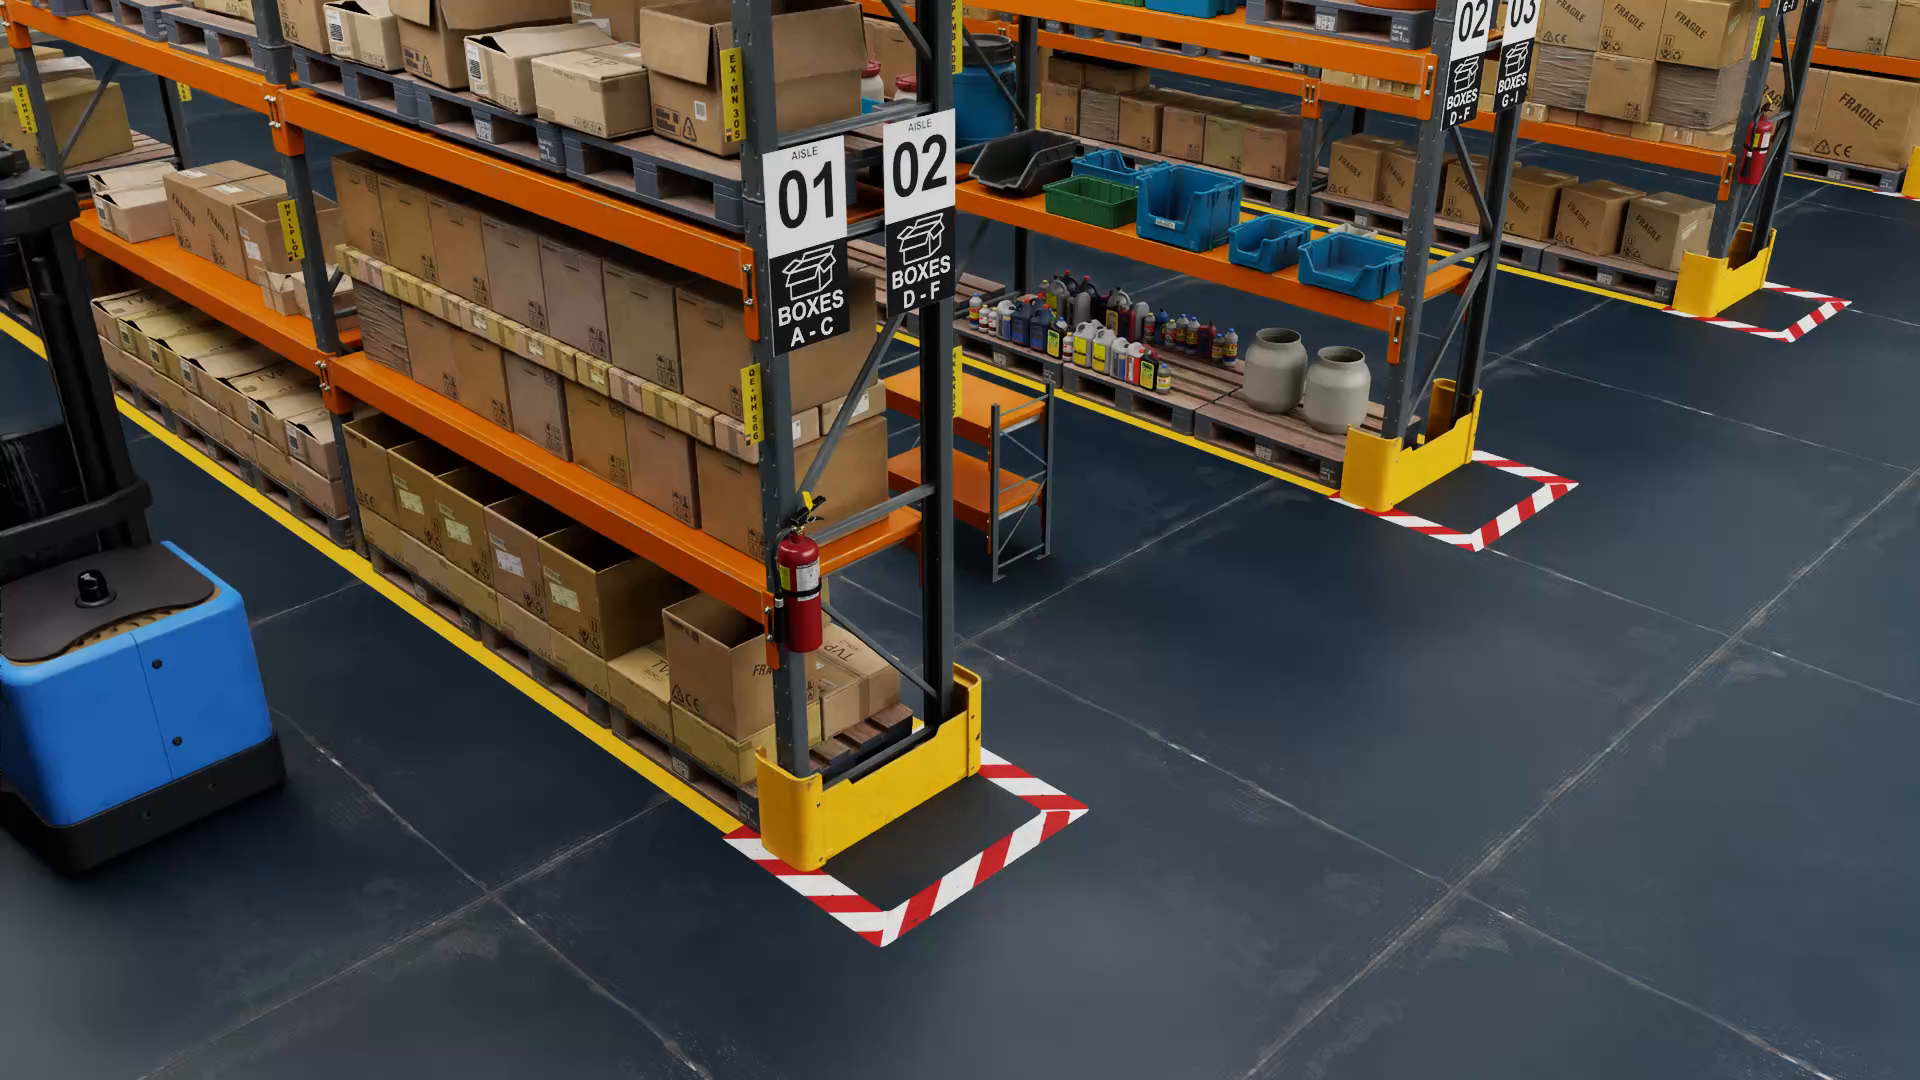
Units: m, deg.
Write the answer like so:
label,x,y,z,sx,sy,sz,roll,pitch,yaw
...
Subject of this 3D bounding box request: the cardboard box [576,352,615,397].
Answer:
label,x,y,z,sx,sy,sz,roll,pitch,yaw
cardboard box,-1.563,-0.819,7.780,0.380,0.149,0.250,-24,36,-38

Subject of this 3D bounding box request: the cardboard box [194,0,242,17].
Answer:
label,x,y,z,sx,sy,sz,roll,pitch,yaw
cardboard box,-4.100,-3.224,9.645,0.500,0.250,0.500,21,34,34

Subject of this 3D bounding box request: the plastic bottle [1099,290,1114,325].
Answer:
label,x,y,z,sx,sy,sz,roll,pitch,yaw
plastic bottle,1.145,-1.813,12.921,0.061,0.283,0.133,-22,35,-36

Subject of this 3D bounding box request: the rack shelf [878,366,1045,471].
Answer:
label,x,y,z,sx,sy,sz,roll,pitch,yaw
rack shelf,-0.005,-0.759,9.856,1.000,0.278,0.538,25,36,38

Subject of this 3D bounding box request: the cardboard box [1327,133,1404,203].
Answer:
label,x,y,z,sx,sy,sz,roll,pitch,yaw
cardboard box,3.931,-3.617,16.139,0.500,0.500,0.500,23,36,37

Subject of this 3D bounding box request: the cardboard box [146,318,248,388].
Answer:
label,x,y,z,sx,sy,sz,roll,pitch,yaw
cardboard box,-5.216,-1.313,11.424,0.500,0.311,0.500,23,36,37

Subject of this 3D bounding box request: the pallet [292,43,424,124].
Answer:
label,x,y,z,sx,sy,sz,roll,pitch,yaw
pallet,-2.647,-2.413,8.489,1.213,0.211,1.003,25,36,38

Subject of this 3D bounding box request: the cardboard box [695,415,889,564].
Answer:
label,x,y,z,sx,sy,sz,roll,pitch,yaw
cardboard box,-0.745,-0.290,7.471,0.500,0.500,0.700,25,36,38

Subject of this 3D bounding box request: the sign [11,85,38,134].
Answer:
label,x,y,z,sx,sy,sz,roll,pitch,yaw
sign,-6.500,-2.994,11.562,0.005,0.325,0.100,25,36,38

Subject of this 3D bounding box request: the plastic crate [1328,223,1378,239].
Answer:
label,x,y,z,sx,sy,sz,roll,pitch,yaw
plastic crate,2.641,-2.014,11.140,0.250,0.136,0.298,25,36,38

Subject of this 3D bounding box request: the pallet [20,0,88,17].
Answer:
label,x,y,z,sx,sy,sz,roll,pitch,yaw
pallet,-5.579,-3.752,11.142,1.213,0.211,1.003,-23,36,-37

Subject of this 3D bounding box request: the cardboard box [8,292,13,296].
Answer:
label,x,y,z,sx,sy,sz,roll,pitch,yaw
cardboard box,-7.705,-2.353,13.716,0.500,0.500,0.500,23,35,37

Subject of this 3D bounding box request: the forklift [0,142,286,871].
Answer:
label,x,y,z,sx,sy,sz,roll,pitch,yaw
forklift,-4.642,-0.416,7.892,3.031,2.935,1.130,24,36,38

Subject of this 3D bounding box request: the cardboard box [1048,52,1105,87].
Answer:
label,x,y,z,sx,sy,sz,roll,pitch,yaw
cardboard box,1.321,-5.198,18.319,0.500,0.250,0.500,-24,36,-37

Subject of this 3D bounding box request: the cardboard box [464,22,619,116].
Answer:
label,x,y,z,sx,sy,sz,roll,pitch,yaw
cardboard box,-1.824,-2.095,7.282,0.500,0.311,0.500,-20,34,-34

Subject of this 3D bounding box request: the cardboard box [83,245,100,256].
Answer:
label,x,y,z,sx,sy,sz,roll,pitch,yaw
cardboard box,-7.001,-2.364,12.930,0.500,0.250,0.500,-24,36,-37

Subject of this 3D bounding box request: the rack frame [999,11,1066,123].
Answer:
label,x,y,z,sx,sy,sz,roll,pitch,yaw
rack frame,0.822,-5.986,18.411,0.127,3.000,1.000,25,36,38

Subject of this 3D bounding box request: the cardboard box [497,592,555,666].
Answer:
label,x,y,z,sx,sy,sz,roll,pitch,yaw
cardboard box,-2.089,0.379,8.809,0.500,0.250,0.500,25,36,38

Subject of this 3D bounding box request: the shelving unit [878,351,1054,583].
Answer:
label,x,y,z,sx,sy,sz,roll,pitch,yaw
shelving unit,-0.005,-0.500,9.992,1.048,1.125,0.538,25,36,38

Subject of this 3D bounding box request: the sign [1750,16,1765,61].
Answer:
label,x,y,z,sx,sy,sz,roll,pitch,yaw
sign,6.123,-3.850,12.766,0.005,0.325,0.100,25,36,38

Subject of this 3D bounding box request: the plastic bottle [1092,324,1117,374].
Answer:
label,x,y,z,sx,sy,sz,roll,pitch,yaw
plastic bottle,1.057,-1.397,12.058,0.144,0.351,0.185,-24,36,-37

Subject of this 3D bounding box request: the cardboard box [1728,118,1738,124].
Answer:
label,x,y,z,sx,sy,sz,roll,pitch,yaw
cardboard box,6.490,-3.437,13.833,0.250,0.149,0.380,25,36,38

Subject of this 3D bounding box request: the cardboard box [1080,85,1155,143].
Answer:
label,x,y,z,sx,sy,sz,roll,pitch,yaw
cardboard box,1.718,-4.686,18.151,0.500,0.500,0.700,21,34,34

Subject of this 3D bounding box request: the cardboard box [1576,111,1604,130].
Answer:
label,x,y,z,sx,sy,sz,roll,pitch,yaw
cardboard box,5.470,-3.617,14.176,0.250,0.149,0.380,25,36,38

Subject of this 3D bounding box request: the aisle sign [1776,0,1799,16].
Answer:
label,x,y,z,sx,sy,sz,roll,pitch,yaw
aisle sign,6.360,-4.406,12.614,0.004,0.787,0.394,25,36,38

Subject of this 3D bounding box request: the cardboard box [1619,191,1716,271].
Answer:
label,x,y,z,sx,sy,sz,roll,pitch,yaw
cardboard box,6.093,-2.664,14.329,0.500,0.500,0.500,-18,33,-30

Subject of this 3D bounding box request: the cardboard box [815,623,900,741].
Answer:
label,x,y,z,sx,sy,sz,roll,pitch,yaw
cardboard box,-0.648,0.693,8.212,0.500,0.250,0.500,25,36,38

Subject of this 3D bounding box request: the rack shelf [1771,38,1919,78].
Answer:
label,x,y,z,sx,sy,sz,roll,pitch,yaw
rack shelf,8.650,-5.323,17.923,4.000,0.370,1.077,25,36,38

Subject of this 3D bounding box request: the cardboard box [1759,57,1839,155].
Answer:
label,x,y,z,sx,sy,sz,roll,pitch,yaw
cardboard box,8.917,-4.720,17.835,0.875,0.875,0.875,24,36,38

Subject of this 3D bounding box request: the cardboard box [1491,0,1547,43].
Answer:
label,x,y,z,sx,sy,sz,roll,pitch,yaw
cardboard box,4.895,-4.583,14.241,0.500,0.500,0.500,25,36,38

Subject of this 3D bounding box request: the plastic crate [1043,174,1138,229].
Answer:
label,x,y,z,sx,sy,sz,roll,pitch,yaw
plastic crate,0.972,-2.407,11.832,0.662,0.188,0.450,25,36,38

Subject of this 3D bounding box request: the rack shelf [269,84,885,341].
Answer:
label,x,y,z,sx,sy,sz,roll,pitch,yaw
rack shelf,-1.848,-1.751,7.907,4.000,0.370,1.077,25,36,38

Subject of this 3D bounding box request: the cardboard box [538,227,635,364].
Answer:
label,x,y,z,sx,sy,sz,roll,pitch,yaw
cardboard box,-1.522,-1.216,7.837,0.500,0.500,0.700,25,37,39

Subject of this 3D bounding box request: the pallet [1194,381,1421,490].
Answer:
label,x,y,z,sx,sy,sz,roll,pitch,yaw
pallet,2.391,-0.774,11.495,1.213,0.211,1.003,25,36,38

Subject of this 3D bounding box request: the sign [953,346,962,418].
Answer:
label,x,y,z,sx,sy,sz,roll,pitch,yaw
sign,-0.028,-0.690,7.323,0.005,0.325,0.100,25,36,38

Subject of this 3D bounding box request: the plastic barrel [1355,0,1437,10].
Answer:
label,x,y,z,sx,sy,sz,roll,pitch,yaw
plastic barrel,2.618,-3.552,9.646,0.708,0.830,0.600,25,36,38

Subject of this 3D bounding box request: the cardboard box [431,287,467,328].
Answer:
label,x,y,z,sx,sy,sz,roll,pitch,yaw
cardboard box,-2.489,-1.241,8.583,0.250,0.149,0.380,23,36,37

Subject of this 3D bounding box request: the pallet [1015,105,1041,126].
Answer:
label,x,y,z,sx,sy,sz,roll,pitch,yaw
pallet,0.313,-5.034,19.597,1.213,0.211,1.003,25,36,38

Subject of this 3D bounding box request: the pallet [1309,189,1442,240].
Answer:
label,x,y,z,sx,sy,sz,roll,pitch,yaw
pallet,4.178,-3.239,16.183,1.213,0.211,1.003,25,36,38

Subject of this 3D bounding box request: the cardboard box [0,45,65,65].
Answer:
label,x,y,z,sx,sy,sz,roll,pitch,yaw
cardboard box,-7.675,-3.679,13.465,0.500,0.500,0.700,15,31,26

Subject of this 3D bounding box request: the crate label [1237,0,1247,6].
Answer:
label,x,y,z,sx,sy,sz,roll,pitch,yaw
crate label,1.951,-3.714,11.027,0.408,0.251,0.502,25,36,38

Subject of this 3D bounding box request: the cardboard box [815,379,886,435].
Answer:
label,x,y,z,sx,sy,sz,roll,pitch,yaw
cardboard box,-0.550,-0.620,7.402,0.250,0.149,0.380,24,36,38

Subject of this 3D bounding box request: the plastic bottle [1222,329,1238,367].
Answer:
label,x,y,z,sx,sy,sz,roll,pitch,yaw
plastic bottle,1.980,-1.414,12.175,0.097,0.271,0.097,0,28,0

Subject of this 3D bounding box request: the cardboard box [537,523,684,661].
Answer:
label,x,y,z,sx,sy,sz,roll,pitch,yaw
cardboard box,-1.736,0.212,8.321,0.500,0.500,0.500,25,36,38

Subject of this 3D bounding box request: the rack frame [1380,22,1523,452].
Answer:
label,x,y,z,sx,sy,sz,roll,pitch,yaw
rack frame,3.054,-1.732,10.321,0.127,3.000,1.000,25,36,38

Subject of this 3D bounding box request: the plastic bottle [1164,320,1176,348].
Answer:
label,x,y,z,sx,sy,sz,roll,pitch,yaw
plastic bottle,1.593,-1.560,12.528,0.097,0.201,0.097,0,28,0

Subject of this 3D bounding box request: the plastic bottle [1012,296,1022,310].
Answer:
label,x,y,z,sx,sy,sz,roll,pitch,yaw
plastic bottle,0.446,-1.719,12.742,0.133,0.283,0.061,25,36,38

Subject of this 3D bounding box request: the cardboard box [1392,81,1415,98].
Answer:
label,x,y,z,sx,sy,sz,roll,pitch,yaw
cardboard box,4.168,-4.163,15.214,0.250,0.149,0.380,25,36,38

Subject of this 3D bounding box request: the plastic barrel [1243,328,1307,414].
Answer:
label,x,y,z,sx,sy,sz,roll,pitch,yaw
plastic barrel,2.174,-1.170,11.473,0.421,0.512,0.421,0,28,0

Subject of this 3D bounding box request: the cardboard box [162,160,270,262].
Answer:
label,x,y,z,sx,sy,sz,roll,pitch,yaw
cardboard box,-4.918,-2.202,11.107,0.500,0.500,0.500,22,35,36

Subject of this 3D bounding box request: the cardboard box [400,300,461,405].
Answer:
label,x,y,z,sx,sy,sz,roll,pitch,yaw
cardboard box,-2.572,-1.126,9.061,0.500,0.500,0.700,24,36,38

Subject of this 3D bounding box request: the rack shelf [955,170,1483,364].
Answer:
label,x,y,z,sx,sy,sz,roll,pitch,yaw
rack shelf,1.628,-2.066,11.729,4.000,0.370,1.077,25,36,38

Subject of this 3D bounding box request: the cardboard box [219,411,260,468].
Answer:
label,x,y,z,sx,sy,sz,roll,pitch,yaw
cardboard box,-4.497,-0.735,10.928,0.500,0.250,0.500,-24,36,-38

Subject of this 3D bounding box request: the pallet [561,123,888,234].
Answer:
label,x,y,z,sx,sy,sz,roll,pitch,yaw
pallet,-0.907,-1.617,6.974,1.213,0.211,1.003,25,36,38

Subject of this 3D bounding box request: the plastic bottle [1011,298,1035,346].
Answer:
label,x,y,z,sx,sy,sz,roll,pitch,yaw
plastic bottle,0.486,-1.658,12.554,0.144,0.351,0.185,-24,36,-38

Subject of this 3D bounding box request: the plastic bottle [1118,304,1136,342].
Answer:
label,x,y,z,sx,sy,sz,roll,pitch,yaw
plastic bottle,1.269,-1.657,12.625,0.133,0.283,0.061,25,36,38

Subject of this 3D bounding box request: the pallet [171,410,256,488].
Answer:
label,x,y,z,sx,sy,sz,roll,pitch,yaw
pallet,-4.701,-0.786,11.518,1.213,0.211,1.003,25,36,38
